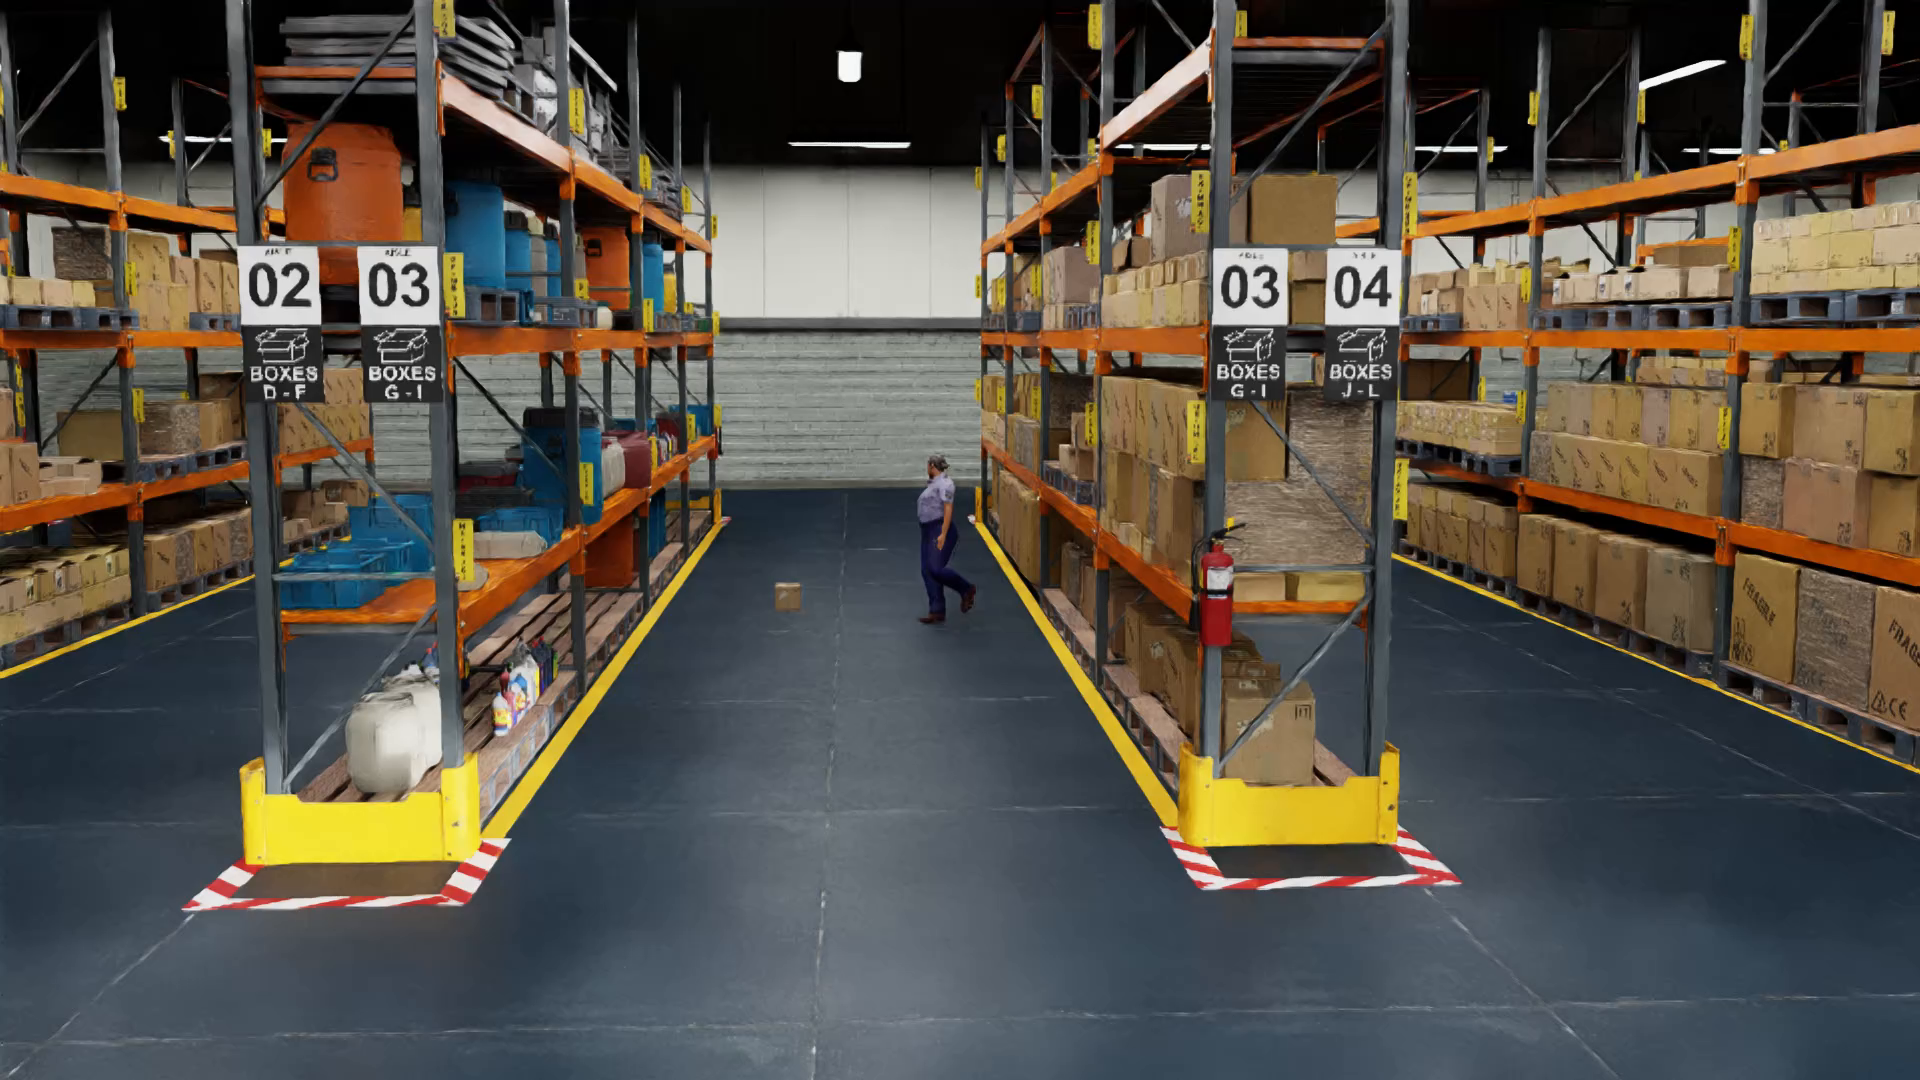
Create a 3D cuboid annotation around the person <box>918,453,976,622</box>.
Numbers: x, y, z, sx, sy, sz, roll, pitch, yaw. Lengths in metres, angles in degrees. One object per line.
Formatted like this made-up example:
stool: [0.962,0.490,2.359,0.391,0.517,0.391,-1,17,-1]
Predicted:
person: [-0.191,-0.030,16.192,0.594,1.615,0.564,-3,8,-26]
